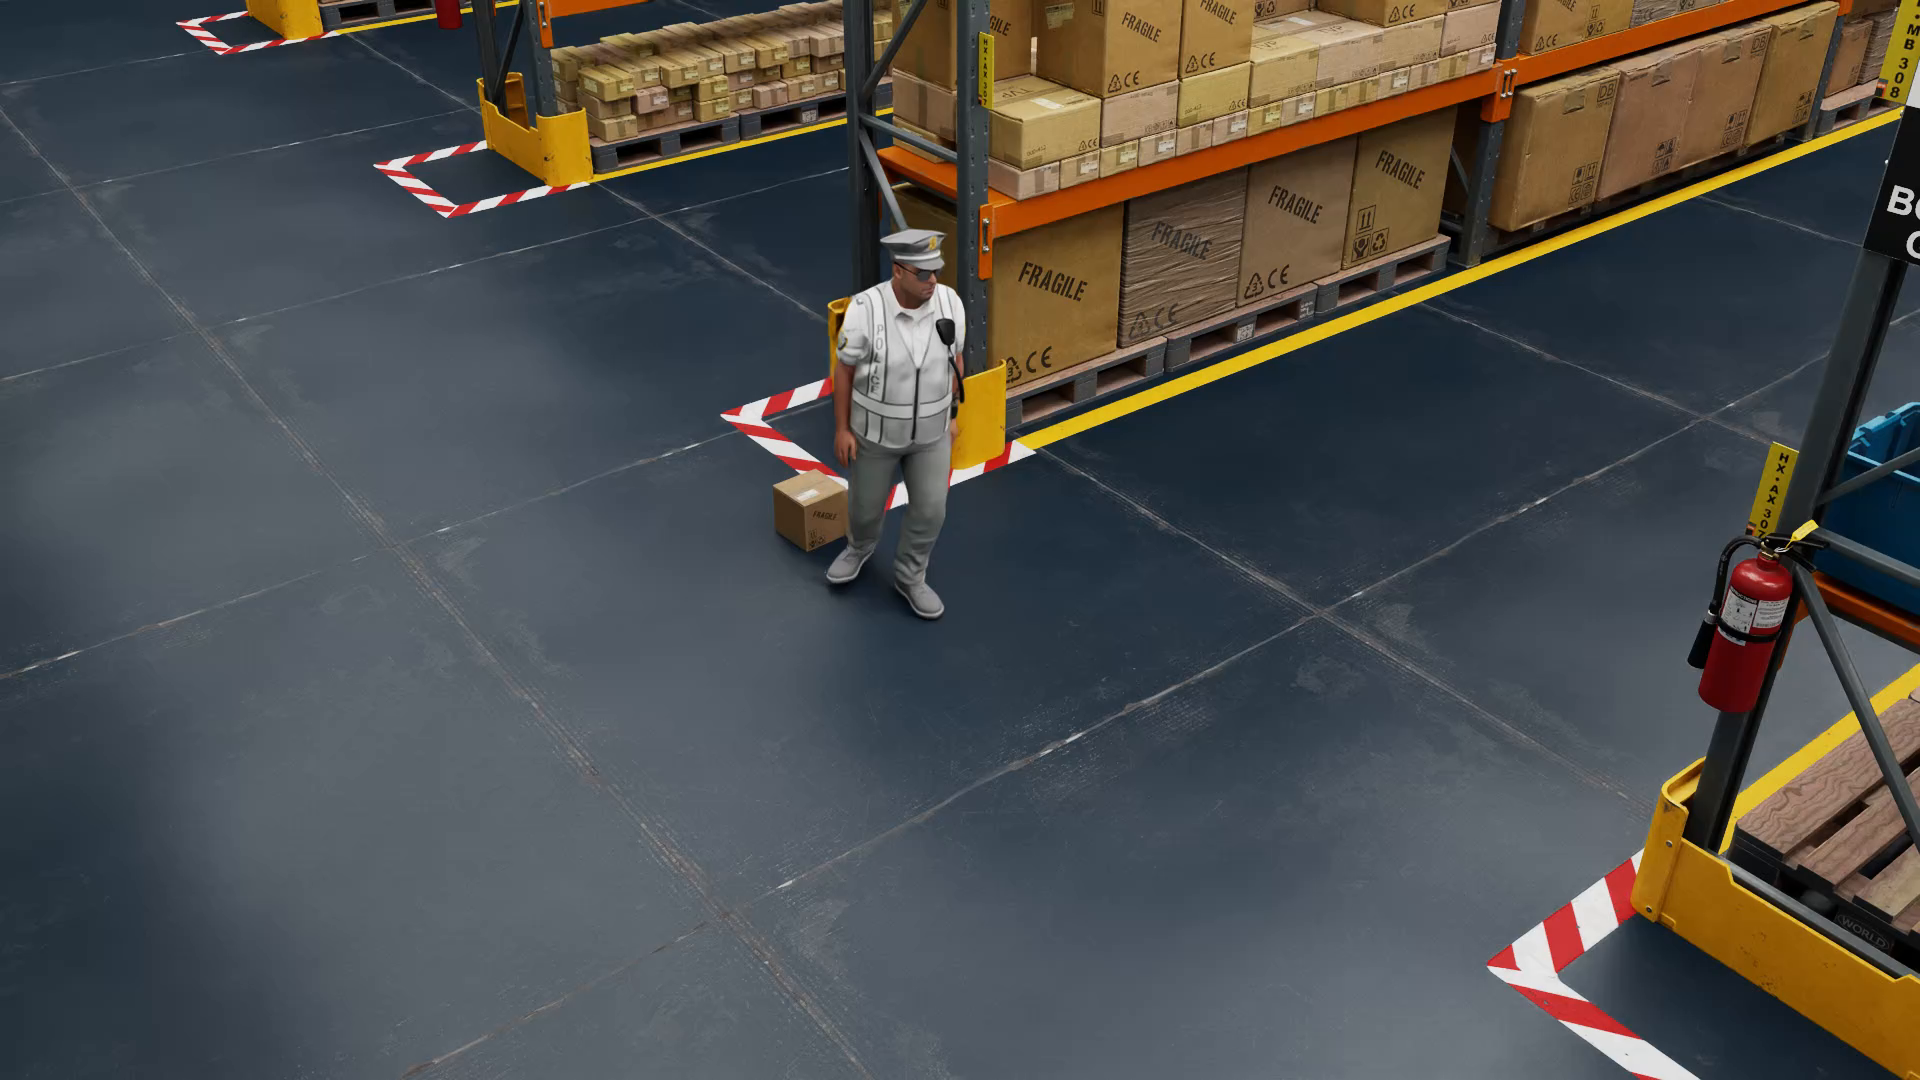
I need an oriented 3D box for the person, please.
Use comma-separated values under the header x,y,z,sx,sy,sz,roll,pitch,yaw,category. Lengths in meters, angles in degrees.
x,y,z,sx,sy,sz,roll,pitch,yaw,category
-0.281,-0.518,6.954,0.595,1.745,0.580,-10,33,-16,person
